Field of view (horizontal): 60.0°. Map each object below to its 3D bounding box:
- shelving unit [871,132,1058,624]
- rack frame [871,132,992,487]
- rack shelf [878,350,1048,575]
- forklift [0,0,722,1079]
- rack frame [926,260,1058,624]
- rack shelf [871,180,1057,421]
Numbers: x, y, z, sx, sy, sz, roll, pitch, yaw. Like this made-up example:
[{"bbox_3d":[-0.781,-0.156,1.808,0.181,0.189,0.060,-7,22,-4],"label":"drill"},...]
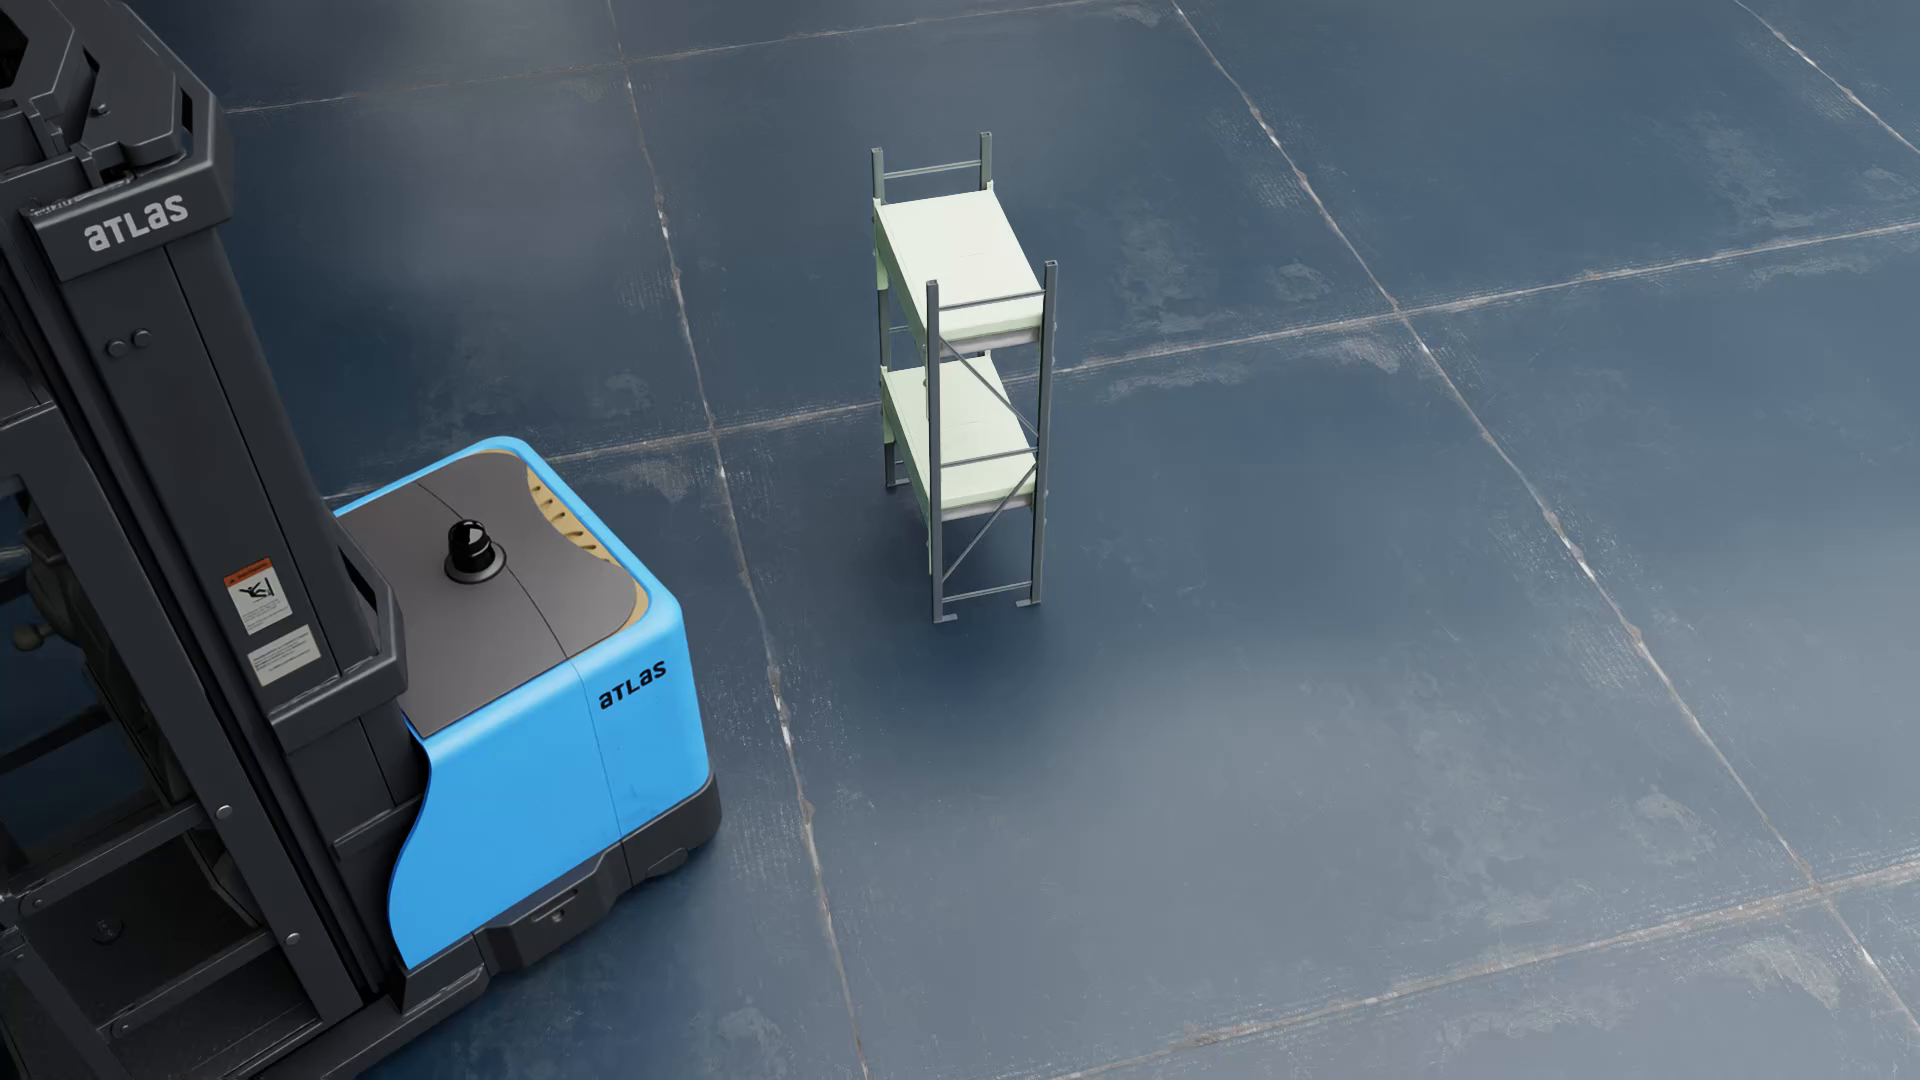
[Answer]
[{"bbox_3d":[0.002,-0.520,5.710,0.431,1.500,0.755,-11,47,-10],"label":"shelving unit"},{"bbox_3d":[-0.092,-0.773,5.957,0.400,1.500,0.023,-11,47,-10],"label":"rack frame"},{"bbox_3d":[0.002,-0.292,5.943,0.431,0.370,0.720,-11,47,-10],"label":"rack shelf"},{"bbox_3d":[-2.214,0.318,3.886,3.031,2.935,1.130,-31,53,-27],"label":"forklift"},{"bbox_3d":[0.095,-0.268,5.462,0.400,1.500,0.023,-11,47,-10],"label":"rack frame"},{"bbox_3d":[0.002,-0.793,5.431,0.431,0.370,0.720,-11,47,-10],"label":"rack shelf"}]
